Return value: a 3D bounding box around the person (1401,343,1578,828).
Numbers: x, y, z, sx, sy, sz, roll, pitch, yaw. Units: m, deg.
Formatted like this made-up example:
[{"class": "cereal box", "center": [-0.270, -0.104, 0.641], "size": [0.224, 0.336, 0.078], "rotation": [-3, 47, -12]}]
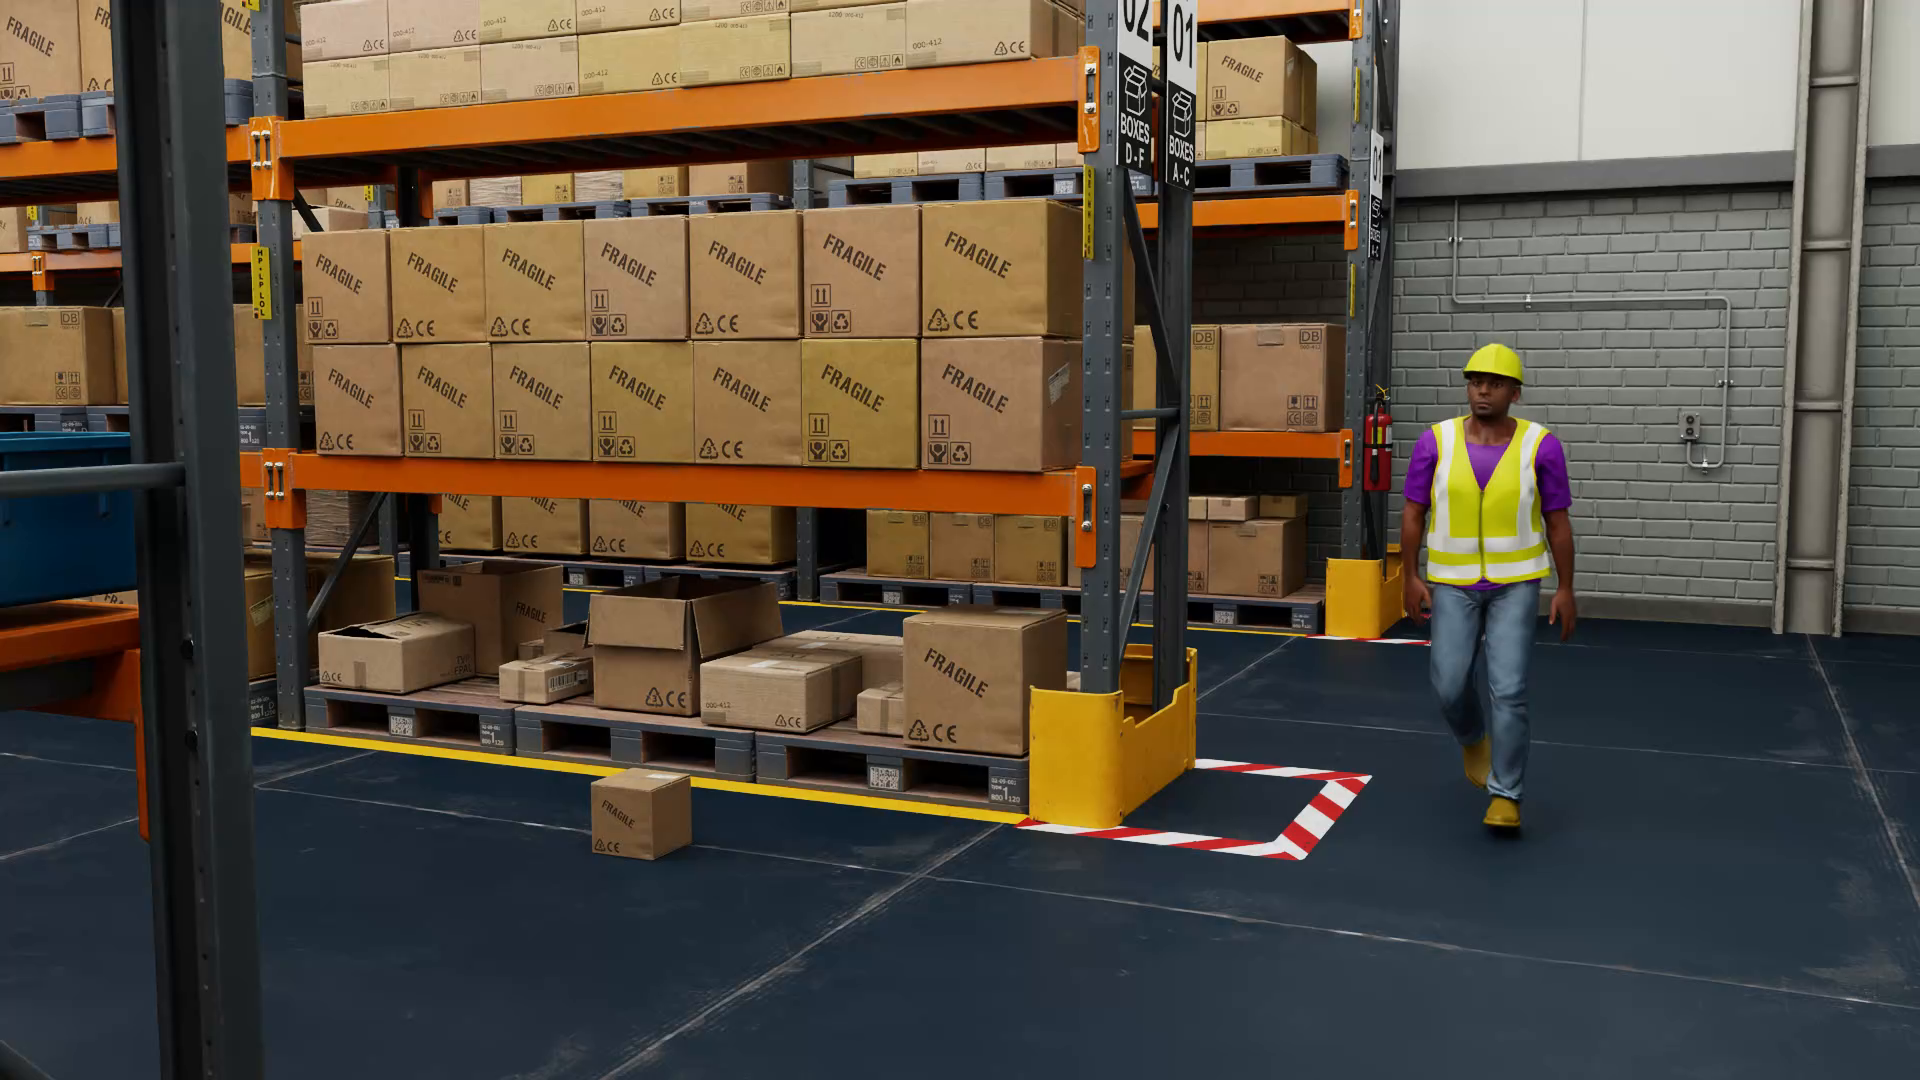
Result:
[{"class": "person", "center": [1.964, 0.154, 6.176], "size": [0.634, 1.752, 0.618], "rotation": [2, 6, 22]}]
